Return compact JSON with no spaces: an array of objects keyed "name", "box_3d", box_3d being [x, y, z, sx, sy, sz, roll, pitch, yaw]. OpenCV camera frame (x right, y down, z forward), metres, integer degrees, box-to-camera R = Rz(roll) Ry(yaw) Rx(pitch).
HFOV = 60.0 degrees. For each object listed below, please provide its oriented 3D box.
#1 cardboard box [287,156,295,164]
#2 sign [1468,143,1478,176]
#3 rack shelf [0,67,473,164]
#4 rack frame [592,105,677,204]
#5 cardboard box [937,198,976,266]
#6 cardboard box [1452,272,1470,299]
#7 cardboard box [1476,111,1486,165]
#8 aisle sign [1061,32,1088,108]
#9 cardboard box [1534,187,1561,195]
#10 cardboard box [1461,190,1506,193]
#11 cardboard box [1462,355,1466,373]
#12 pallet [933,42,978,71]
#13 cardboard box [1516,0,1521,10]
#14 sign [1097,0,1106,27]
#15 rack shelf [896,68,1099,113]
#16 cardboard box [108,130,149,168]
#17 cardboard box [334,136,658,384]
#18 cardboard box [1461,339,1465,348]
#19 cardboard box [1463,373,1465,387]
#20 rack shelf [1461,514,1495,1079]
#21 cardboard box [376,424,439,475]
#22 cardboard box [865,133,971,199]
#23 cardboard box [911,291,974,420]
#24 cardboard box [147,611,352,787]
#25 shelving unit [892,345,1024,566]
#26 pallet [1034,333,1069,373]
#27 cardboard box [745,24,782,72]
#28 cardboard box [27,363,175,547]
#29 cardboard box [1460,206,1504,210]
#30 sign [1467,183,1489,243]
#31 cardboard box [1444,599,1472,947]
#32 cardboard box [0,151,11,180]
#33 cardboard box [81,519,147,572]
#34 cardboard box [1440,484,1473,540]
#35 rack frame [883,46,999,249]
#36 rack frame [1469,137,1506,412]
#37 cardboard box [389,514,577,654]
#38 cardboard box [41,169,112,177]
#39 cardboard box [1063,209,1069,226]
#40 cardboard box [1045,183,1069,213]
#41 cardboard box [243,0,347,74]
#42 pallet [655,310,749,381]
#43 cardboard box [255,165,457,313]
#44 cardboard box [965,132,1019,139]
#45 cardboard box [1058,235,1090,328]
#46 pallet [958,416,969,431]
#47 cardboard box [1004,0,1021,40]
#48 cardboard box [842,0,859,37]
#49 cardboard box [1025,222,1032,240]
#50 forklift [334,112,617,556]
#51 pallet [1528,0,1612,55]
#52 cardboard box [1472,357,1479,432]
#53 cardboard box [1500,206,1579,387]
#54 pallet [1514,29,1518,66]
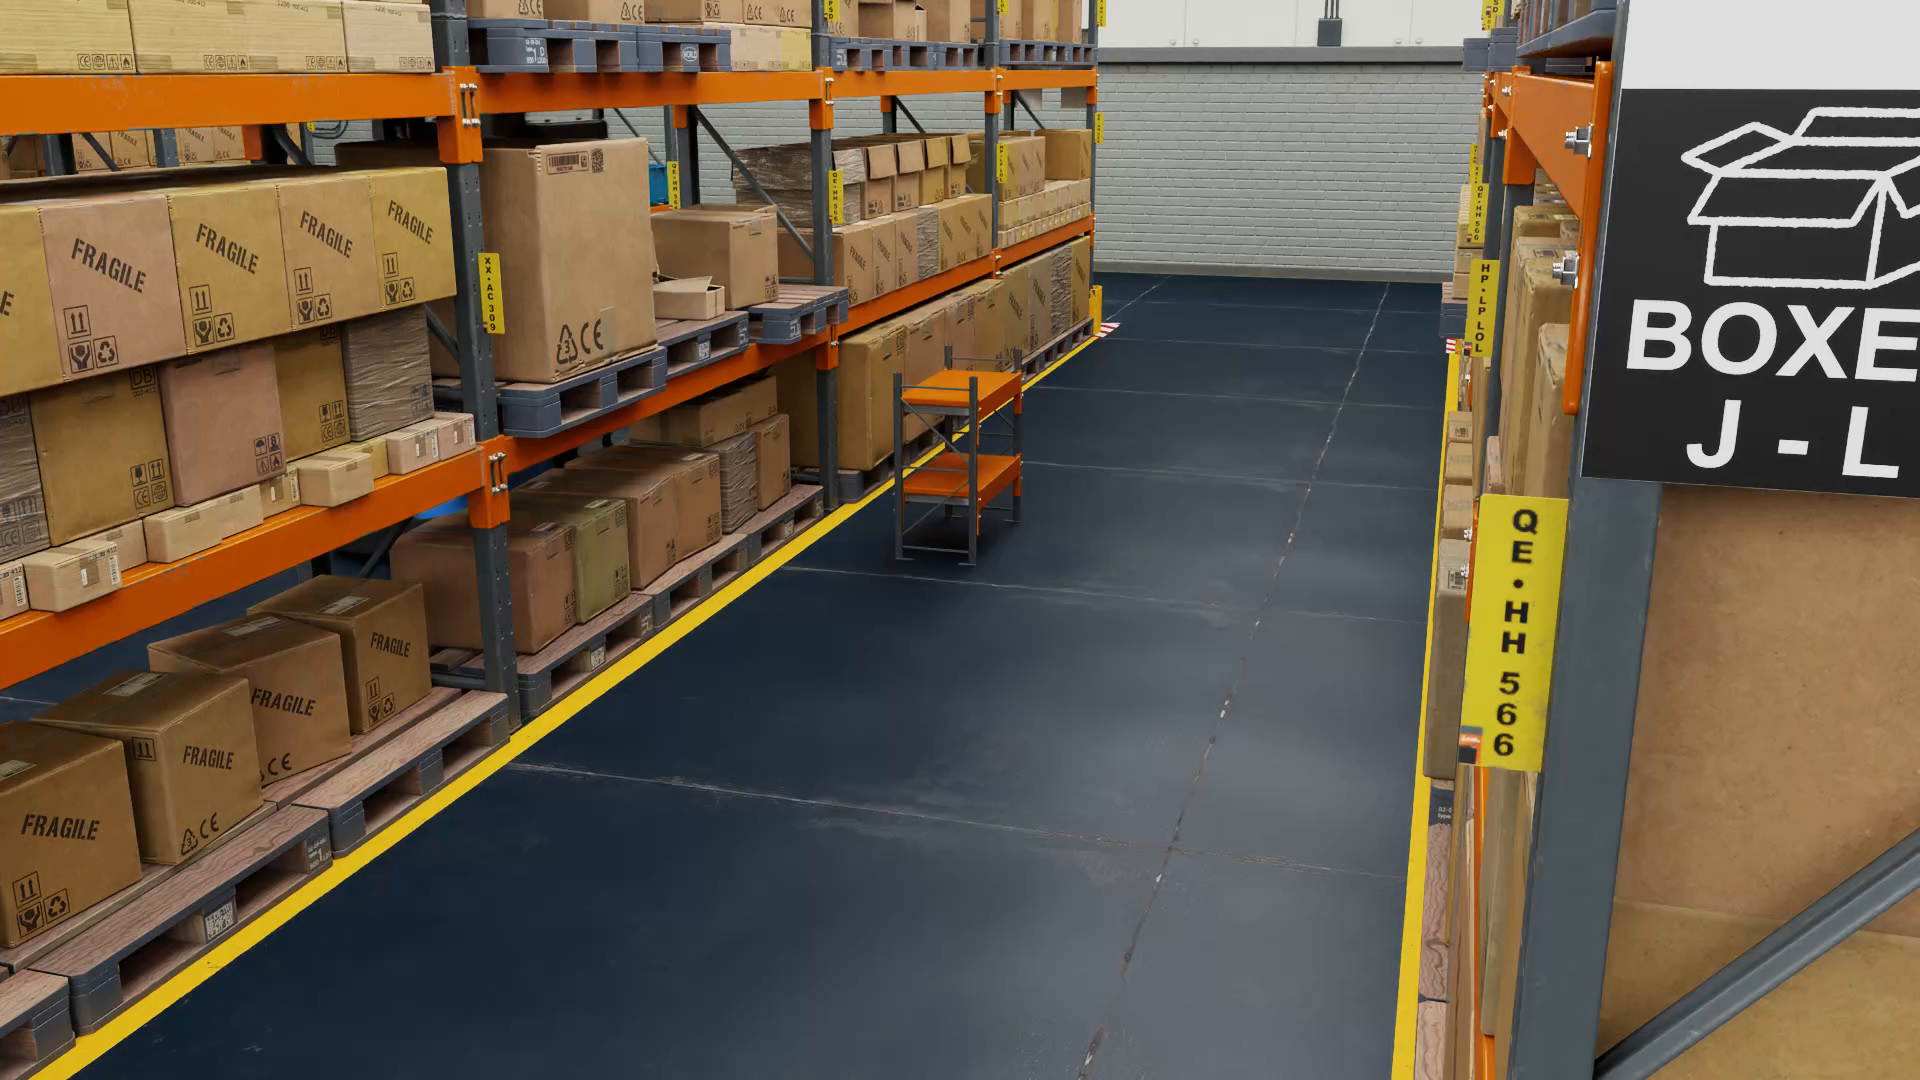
[{"name":"cardboard box","box_3d":[-8.395,-4.451,20.340,0.500,0.500,0.500,5,17,18]},{"name":"sign","box_3d":[5.174,-3.819,16.710,0.100,0.325,0.005,5,16,16]},{"name":"rack shelf","box_3d":[-3.011,-1.206,4.905,1.077,0.370,4.000,5,16,16]},{"name":"rack frame","box_3d":[-3.781,-4.156,19.483,1.000,3.000,0.127,5,16,16]},{"name":"cardboard box","box_3d":[-0.187,-2.501,13.466,0.500,0.500,0.500,5,17,18]},{"name":"cardboard box","box_3d":[3.121,-1.513,9.859,0.380,0.149,0.250,5,17,17]},{"name":"cardboard box","box_3d":[4.864,-3.535,14.736,0.500,0.500,0.500,4,16,14]},{"name":"aisle sign","box_3d":[1.276,-5.018,17.759,0.394,0.787,0.004,5,16,16]},{"name":"cardboard box","box_3d":[2.853,-1.279,7.327,0.700,0.500,0.500,4,16,15]},{"name":"cardboard box","box_3d":[3.856,-2.474,12.154,0.380,0.149,0.250,5,17,16]},{"name":"cardboard box","box_3d":[4.407,-1.466,13.912,0.380,0.149,0.250,4,16,13]},{"name":"pallet","box_3d":[-0.382,-3.832,13.197,0.805,0.209,1.217,4,16,14]},{"name":"cardboard box","box_3d":[2.572,-2.347,6.820,0.500,0.311,0.500,4,16,14]},{"name":"sign","box_3d":[1.484,-5.557,17.449,0.100,0.325,0.005,5,16,16]},{"name":"rack shelf","box_3d":[0.399,-4.345,15.973,1.077,0.370,4.000,5,16,16]},{"name":"cardboard box","box_3d":[-9.116,-4.260,17.835,0.500,0.500,0.500,4,16,14]},{"name":"cardboard box","box_3d":[-2.082,-1.320,7.616,1.000,1.000,1.000,5,17,16]},{"name":"cardboard box","box_3d":[5.001,-1.880,15.915,0.380,0.149,0.250,5,17,17]},{"name":"cardboard box","box_3d":[3.945,-1.002,12.177,0.500,0.500,0.500,5,17,18]},{"name":"rack shelf","box_3d":[1.716,0.648,3.865,1.077,0.370,4.000,5,16,16]},{"name":"cardboard box","box_3d":[-2.302,-0.367,6.588,0.380,0.149,0.250,5,16,16]},{"name":"cardboard box","box_3d":[-0.343,-3.088,13.698,0.797,0.503,0.637,4,16,14]},{"name":"cardboard box","box_3d":[-0.585,-1.502,13.252,1.225,0.875,0.875,4,16,14]},{"name":"cardboard box","box_3d":[-2.750,0.620,6.456,0.500,0.500,0.500,11,19,33]},{"name":"shelving unit","box_3d":[0.002,-0.543,10.182,0.538,1.125,1.048,5,16,16]},{"name":"pallet","box_3d":[0.467,-1.897,16.629,1.003,0.211,1.213,5,16,16]},{"name":"cardboard box","box_3d":[-1.334,-2.775,9.394,0.500,0.250,0.500,5,16,16]},{"name":"cardboard box","box_3d":[-3.033,-0.316,5.218,0.875,0.500,0.500,5,16,16]},{"name":"cardboard box","box_3d":[3.415,-2.065,10.715,0.380,0.149,0.250,5,16,16]},{"name":"sign","box_3d":[2.898,-1.826,9.293,0.100,0.325,0.005,5,16,16]},{"name":"cardboard box","box_3d":[2.038,0.758,5.283,0.875,0.875,0.875,5,17,17]},{"name":"cardboard box","box_3d":[-10.015,-3.638,16.705,0.700,0.500,0.500,-1,16,-3]},{"name":"cardboard box","box_3d":[-2.807,0.019,5.227,0.380,0.149,0.250,5,16,16]},{"name":"cardboard box","box_3d":[2.652,0.238,7.347,1.050,0.750,0.750,5,16,16]},{"name":"rack frame","box_3d":[-0.169,-2.725,14.440,1.000,3.000,0.127,5,16,16]},{"name":"rack frame","box_3d":[3.421,-1.267,9.301,1.000,3.000,0.127,5,16,16]},{"name":"cardboard box","box_3d":[-2.247,0.200,7.902,0.700,0.500,0.500,3,16,12]},{"name":"cardboard box","box_3d":[-9.260,-3.655,17.534,0.500,0.500,0.500,5,17,17]},{"name":"cardboard box","box_3d":[0.893,-3.265,16.803,0.380,0.149,0.250,4,16,15]},{"name":"cardboard box","box_3d":[0.795,-3.429,16.652,0.500,0.250,0.500,4,16,14]},{"name":"cardboard box","box_3d":[-2.480,-1.728,5.701,0.500,0.250,0.500,5,17,17]},{"name":"pallet","box_3d":[-1.829,-1.065,8.939,1.003,0.211,1.213,5,16,16]},{"name":"cardboard box","box_3d":[-2.306,-1.165,6.380,0.500,0.500,0.500,5,16,16]},{"name":"cardboard box","box_3d":[0.289,-3.832,16.697,0.500,0.500,0.500,4,16,14]},{"name":"cardboard box","box_3d":[0.863,-2.778,17.750,0.875,0.875,0.875,5,16,16]},{"name":"pallet","box_3d":[-0.316,-1.176,14.088,1.003,0.211,1.213,5,16,16]},{"name":"cardboard box","box_3d":[0.153,-4.816,15.179,0.700,0.500,0.500,6,17,19]},{"name":"cardboard box","box_3d":[-1.040,-3.770,11.672,0.500,0.500,0.500,6,17,19]},{"name":"cardboard box","box_3d":[0.456,-2.862,15.384,0.380,0.149,0.250,4,16,14]},{"name":"forklift","box_3d":[-2.918,-1.645,10.758,1.130,2.935,3.031,5,17,16]},{"name":"pallet","box_3d":[1.693,-1.090,3.341,1.003,0.211,1.213,5,16,16]},{"name":"cardboard box","box_3d":[2.463,-0.691,7.084,0.500,0.500,0.500,5,17,16]},{"name":"cardboard box","box_3d":[2.146,-0.719,5.113,0.875,0.550,0.550,5,16,16]},{"name":"pallet","box_3d":[2.974,-2.154,7.277,1.003,0.211,1.213,5,17,18]}]
